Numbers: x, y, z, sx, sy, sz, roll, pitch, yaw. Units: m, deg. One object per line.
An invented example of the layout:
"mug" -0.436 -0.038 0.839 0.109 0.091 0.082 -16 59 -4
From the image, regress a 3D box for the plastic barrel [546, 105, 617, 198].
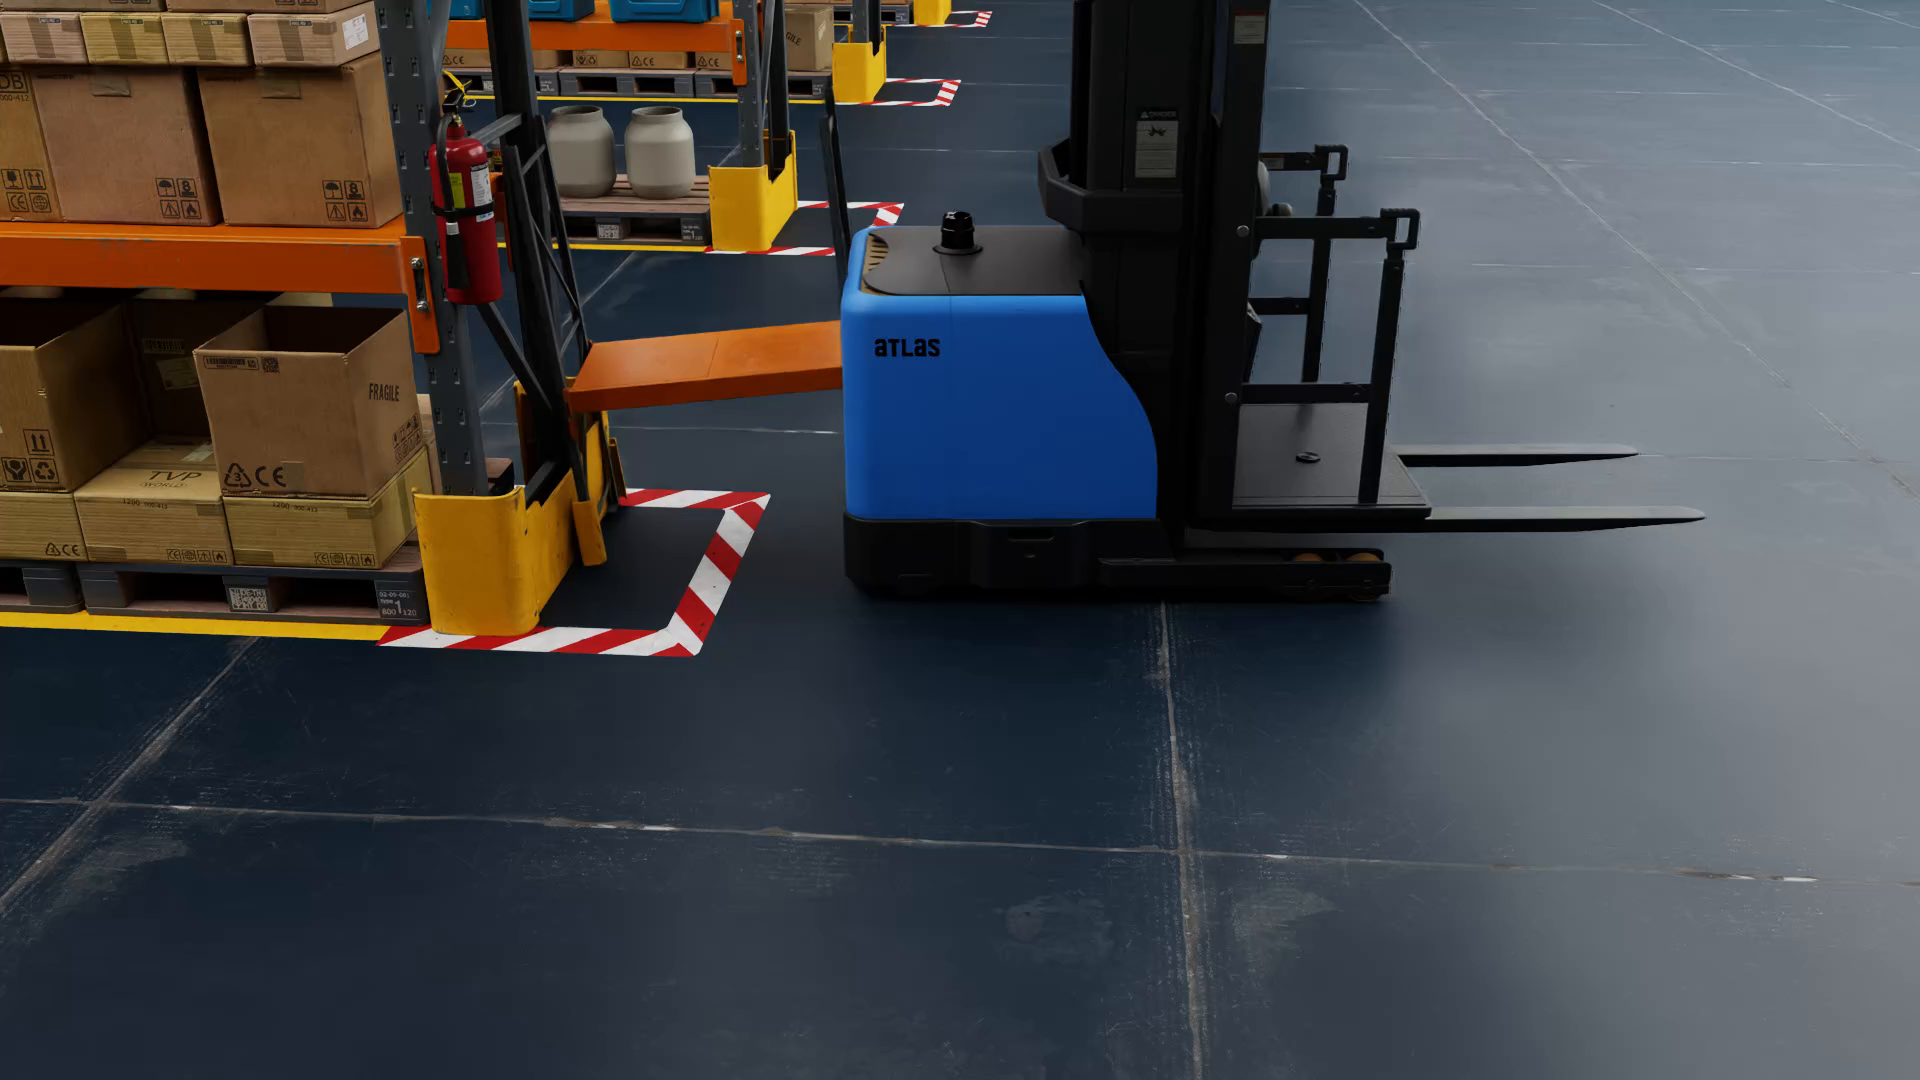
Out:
"plastic barrel" -2.363 -2.419 10.355 0.421 0.512 0.421 0 25 0

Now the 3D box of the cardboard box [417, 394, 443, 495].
"cardboard box" -2.102 -0.341 6.151 0.500 0.250 0.500 2 25 4

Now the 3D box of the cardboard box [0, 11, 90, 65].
"cardboard box" -2.746 -1.587 5.176 0.250 0.149 0.380 2 25 5

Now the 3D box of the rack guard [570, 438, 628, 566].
"rack guard" -1.342 -0.151 6.200 0.087 0.250 0.587 -5 26 0

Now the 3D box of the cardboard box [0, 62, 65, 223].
"cardboard box" -3.067 -1.388 5.520 0.500 0.500 0.700 2 25 4

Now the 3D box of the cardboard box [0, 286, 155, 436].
"cardboard box" -3.100 -0.707 6.050 0.500 0.500 0.500 2 25 4

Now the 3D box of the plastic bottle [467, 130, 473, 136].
"plastic bottle" -3.209 -2.522 10.828 0.133 0.283 0.061 2 25 5

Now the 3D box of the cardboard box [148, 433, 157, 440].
"cardboard box" -3.099 -0.371 6.217 0.500 0.250 0.500 2 25 4

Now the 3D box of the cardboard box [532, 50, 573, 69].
"cardboard box" -3.843 -4.556 15.013 0.500 0.500 0.500 10 27 21

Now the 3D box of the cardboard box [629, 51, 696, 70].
"cardboard box" -2.665 -4.533 14.962 0.500 0.500 0.500 4 25 9

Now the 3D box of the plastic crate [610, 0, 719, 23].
"plastic crate" -1.723 -3.177 9.706 0.616 0.251 0.499 2 25 4

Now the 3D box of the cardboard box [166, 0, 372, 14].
"cardboard box" -2.101 -1.946 5.180 0.500 0.500 0.700 2 25 4

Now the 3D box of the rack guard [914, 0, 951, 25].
"rack guard" -0.318 -6.345 19.404 0.348 0.500 1.175 2 25 4

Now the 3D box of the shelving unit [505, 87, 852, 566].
"shelving unit" -0.901 -0.754 5.918 1.083 1.500 0.587 -5 26 0

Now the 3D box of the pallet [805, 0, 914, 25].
"pallet" -1.145 -6.208 19.451 1.213 0.211 1.003 2 25 4

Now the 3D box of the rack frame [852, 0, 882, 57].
"rack frame" -0.822 -5.418 14.397 0.127 3.000 1.000 2 25 4

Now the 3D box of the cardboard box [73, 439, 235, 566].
"cardboard box" -2.641 -0.136 5.705 0.500 0.250 0.500 2 25 4

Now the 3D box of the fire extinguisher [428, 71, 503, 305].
"fire extinguisher" -1.502 -1.056 5.012 0.183 0.674 0.296 2 25 4

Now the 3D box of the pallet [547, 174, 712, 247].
"pallet" -2.090 -2.098 10.518 1.213 0.211 1.003 2 25 4

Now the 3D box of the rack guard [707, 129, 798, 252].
"rack guard" -1.281 -2.201 10.396 0.348 0.500 1.175 2 25 4

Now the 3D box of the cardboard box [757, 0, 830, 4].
"cardboard box" -1.900 -6.729 19.286 0.875 0.875 0.875 1 25 3

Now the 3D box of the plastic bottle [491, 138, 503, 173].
"plastic bottle" -2.985 -2.502 10.798 0.097 0.271 0.097 0 25 0

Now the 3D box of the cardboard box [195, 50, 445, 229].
"cardboard box" -2.049 -1.355 5.448 0.500 0.500 0.700 2 25 4

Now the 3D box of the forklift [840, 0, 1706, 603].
"forklift" 1.108 -1.338 5.614 3.031 2.935 1.130 0 25 -1

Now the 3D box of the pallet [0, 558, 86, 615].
"pallet" -3.563 -0.069 6.110 1.213 0.211 1.003 2 25 4

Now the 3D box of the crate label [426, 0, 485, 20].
"crate label" -3.057 -3.316 9.787 0.616 0.435 0.502 2 25 4

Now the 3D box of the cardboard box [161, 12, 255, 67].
"cardboard box" -2.241 -1.570 5.139 0.250 0.149 0.380 2 25 5

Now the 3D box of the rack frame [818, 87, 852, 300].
"rack frame" -0.385 -0.802 5.913 0.032 1.500 0.500 -5 26 0

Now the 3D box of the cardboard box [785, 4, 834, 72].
"cardboard box" -1.443 -4.500 14.891 0.500 0.500 0.500 6 25 14

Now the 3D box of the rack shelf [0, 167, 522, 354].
"rack shelf" -3.578 -1.026 5.714 4.000 0.370 1.077 2 25 4

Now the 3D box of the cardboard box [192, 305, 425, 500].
"cardboard box" -2.142 -0.464 5.523 0.500 0.500 0.500 2 25 4

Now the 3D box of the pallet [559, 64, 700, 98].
"pallet" -2.918 -4.234 15.161 1.213 0.211 1.003 2 25 4

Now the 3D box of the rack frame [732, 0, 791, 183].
"rack frame" -1.201 -3.353 9.911 0.127 3.000 1.000 2 25 4
